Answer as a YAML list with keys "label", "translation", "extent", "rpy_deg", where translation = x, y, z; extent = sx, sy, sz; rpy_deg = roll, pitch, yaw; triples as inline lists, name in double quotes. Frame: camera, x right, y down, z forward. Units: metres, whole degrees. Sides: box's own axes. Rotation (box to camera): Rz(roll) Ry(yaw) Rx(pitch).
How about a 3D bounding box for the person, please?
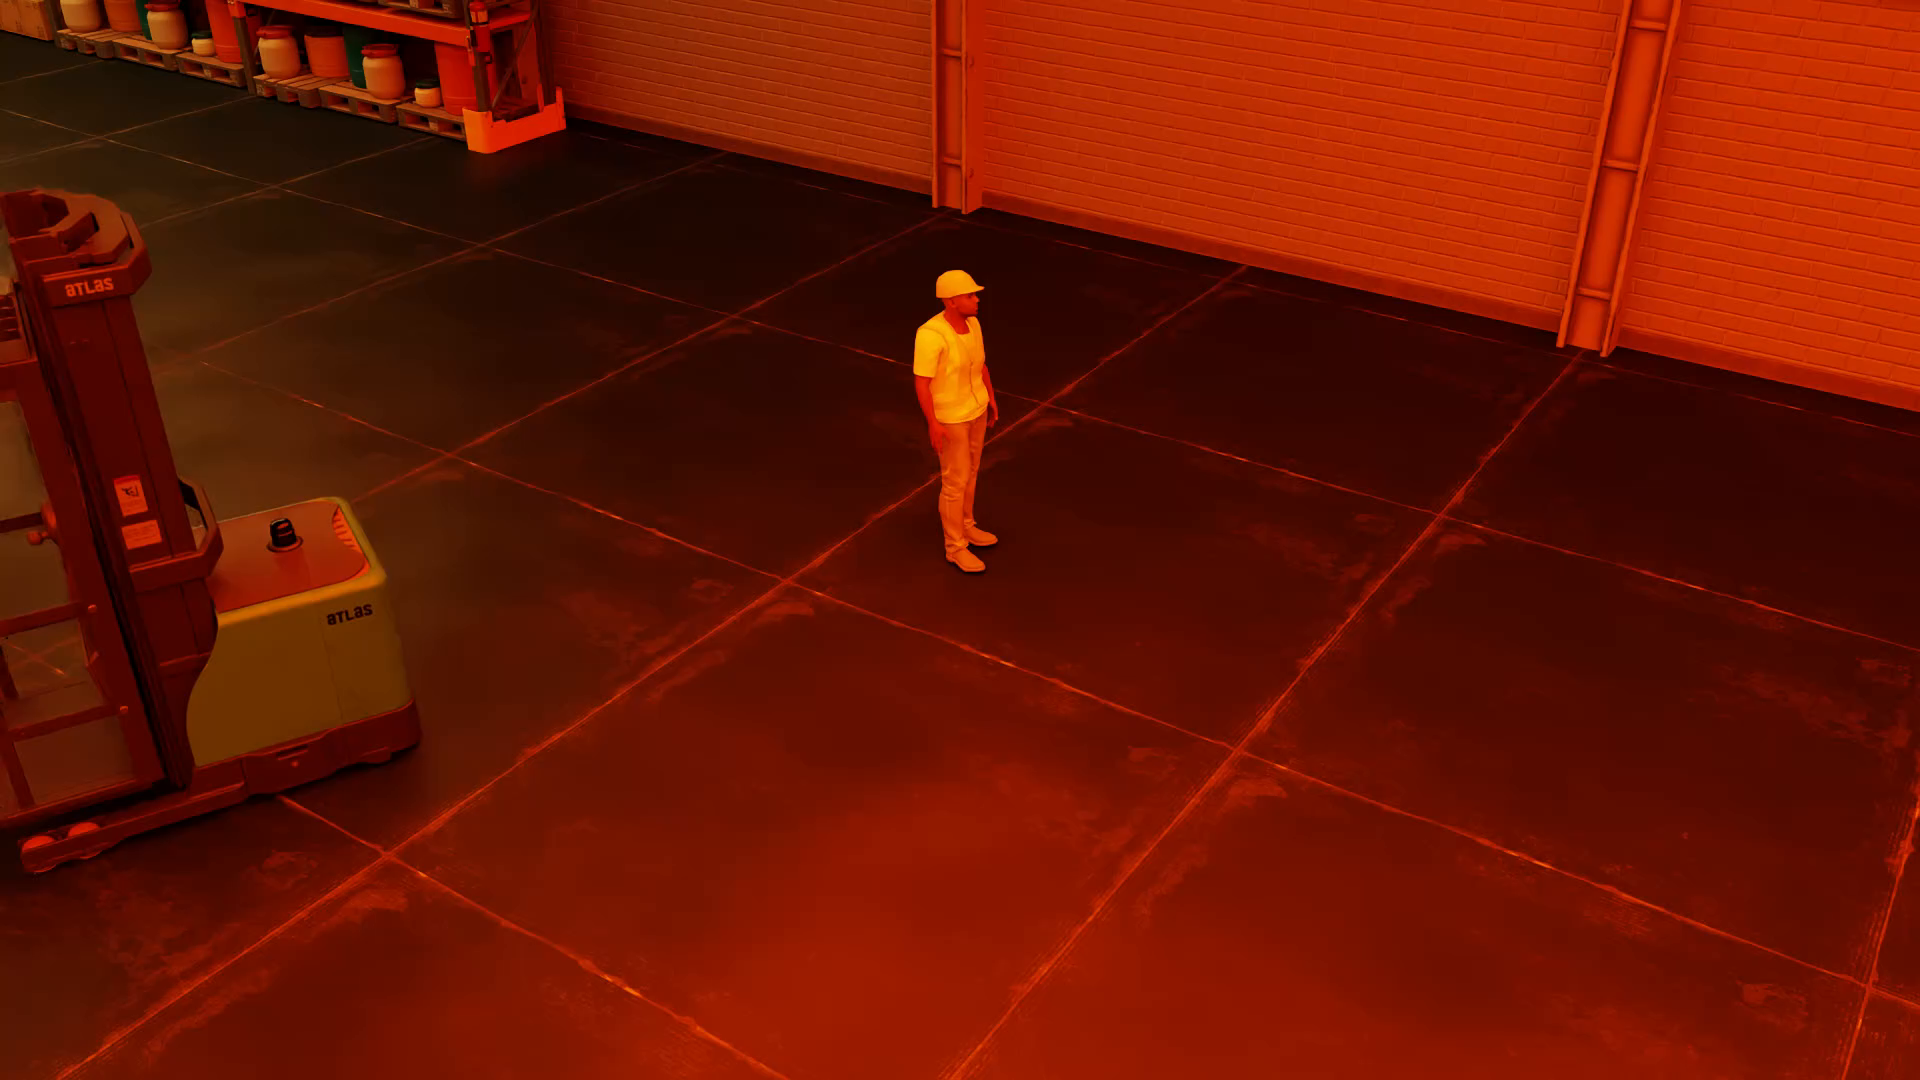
- label: "person"
  translation: [0.054, -0.748, 10.015]
  extent: [0.577, 1.765, 0.665]
  rpy_deg: [19, 35, 29]

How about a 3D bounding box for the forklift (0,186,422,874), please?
- label: "forklift"
  translation: [-4.320, -0.011, 7.600]
  extent: [3.031, 2.935, 1.130]
  rpy_deg: [-16, 34, -26]
